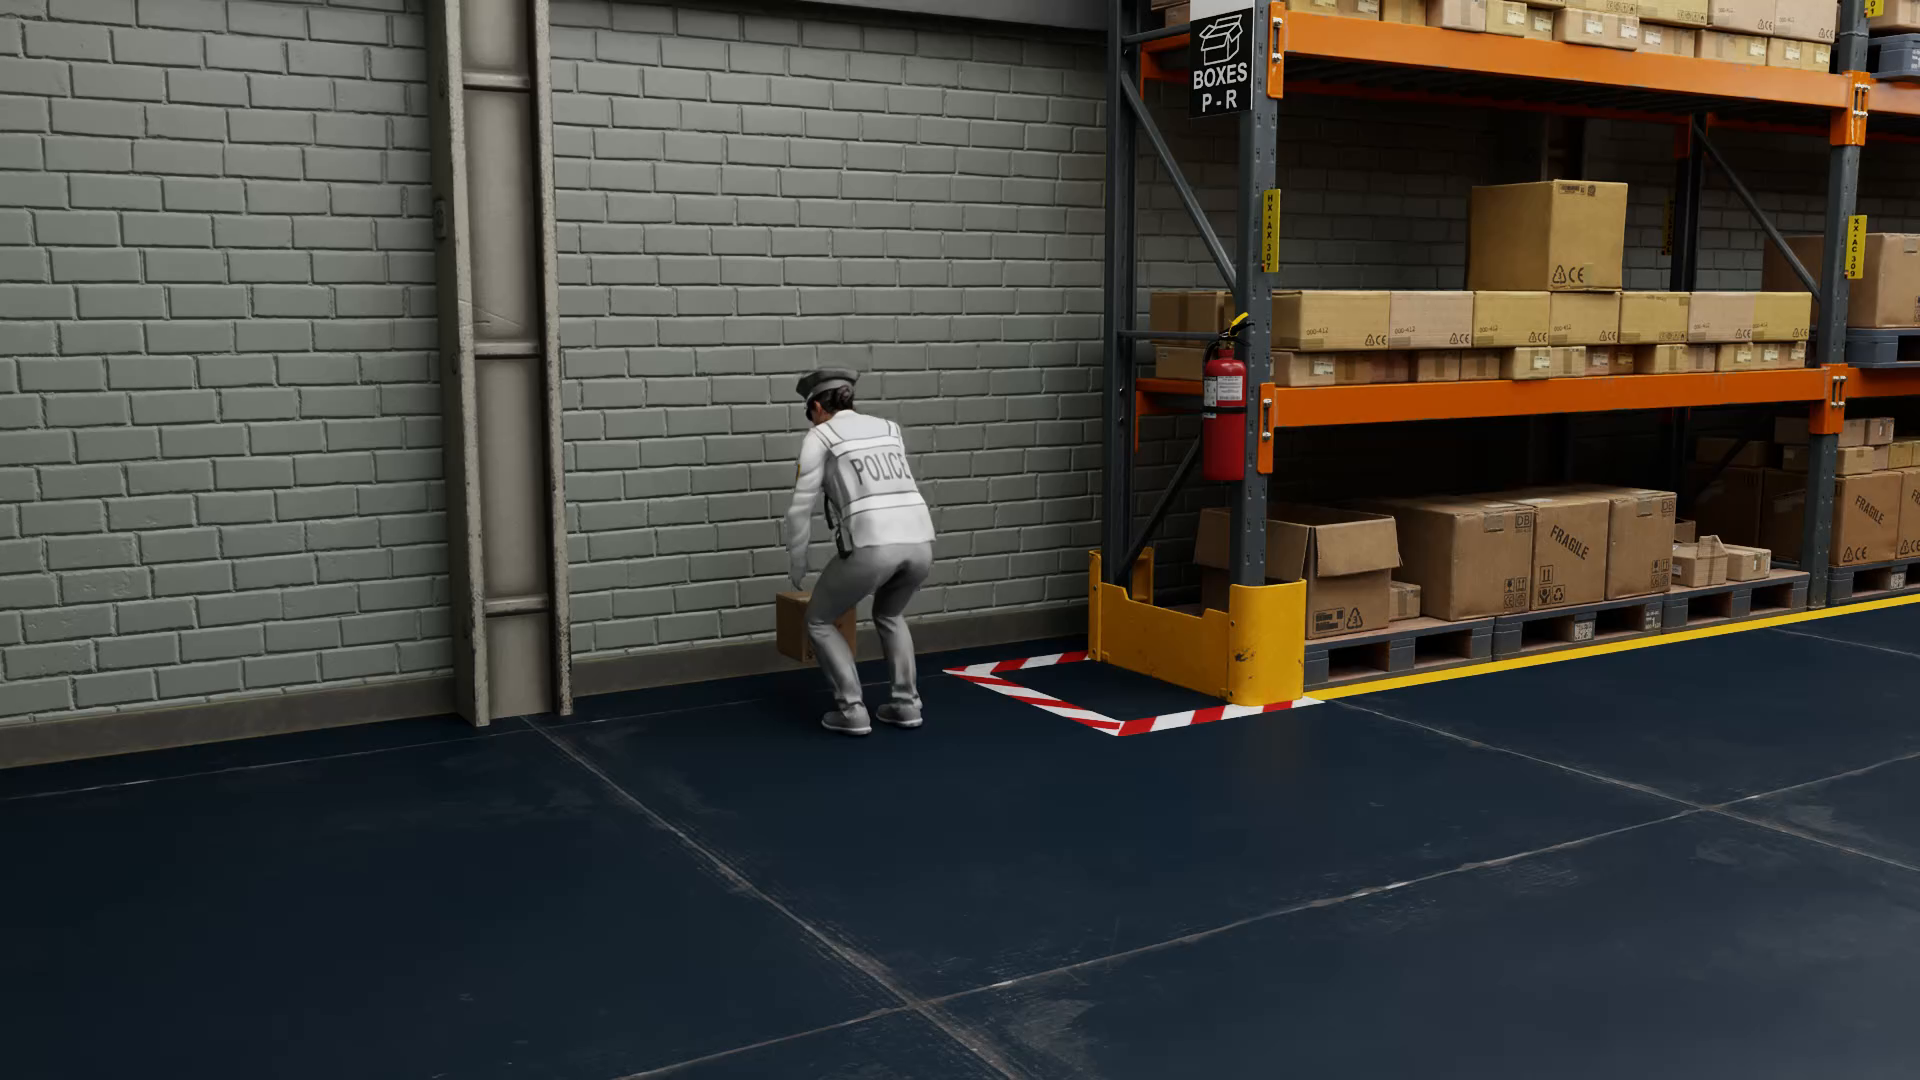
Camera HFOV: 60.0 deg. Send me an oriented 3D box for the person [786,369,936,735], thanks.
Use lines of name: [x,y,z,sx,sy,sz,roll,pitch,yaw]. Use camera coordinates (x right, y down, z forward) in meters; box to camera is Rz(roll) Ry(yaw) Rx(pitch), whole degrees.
person: [-0.406,0.041,6.488,0.535,1.404,0.691,-5,10,-31]
